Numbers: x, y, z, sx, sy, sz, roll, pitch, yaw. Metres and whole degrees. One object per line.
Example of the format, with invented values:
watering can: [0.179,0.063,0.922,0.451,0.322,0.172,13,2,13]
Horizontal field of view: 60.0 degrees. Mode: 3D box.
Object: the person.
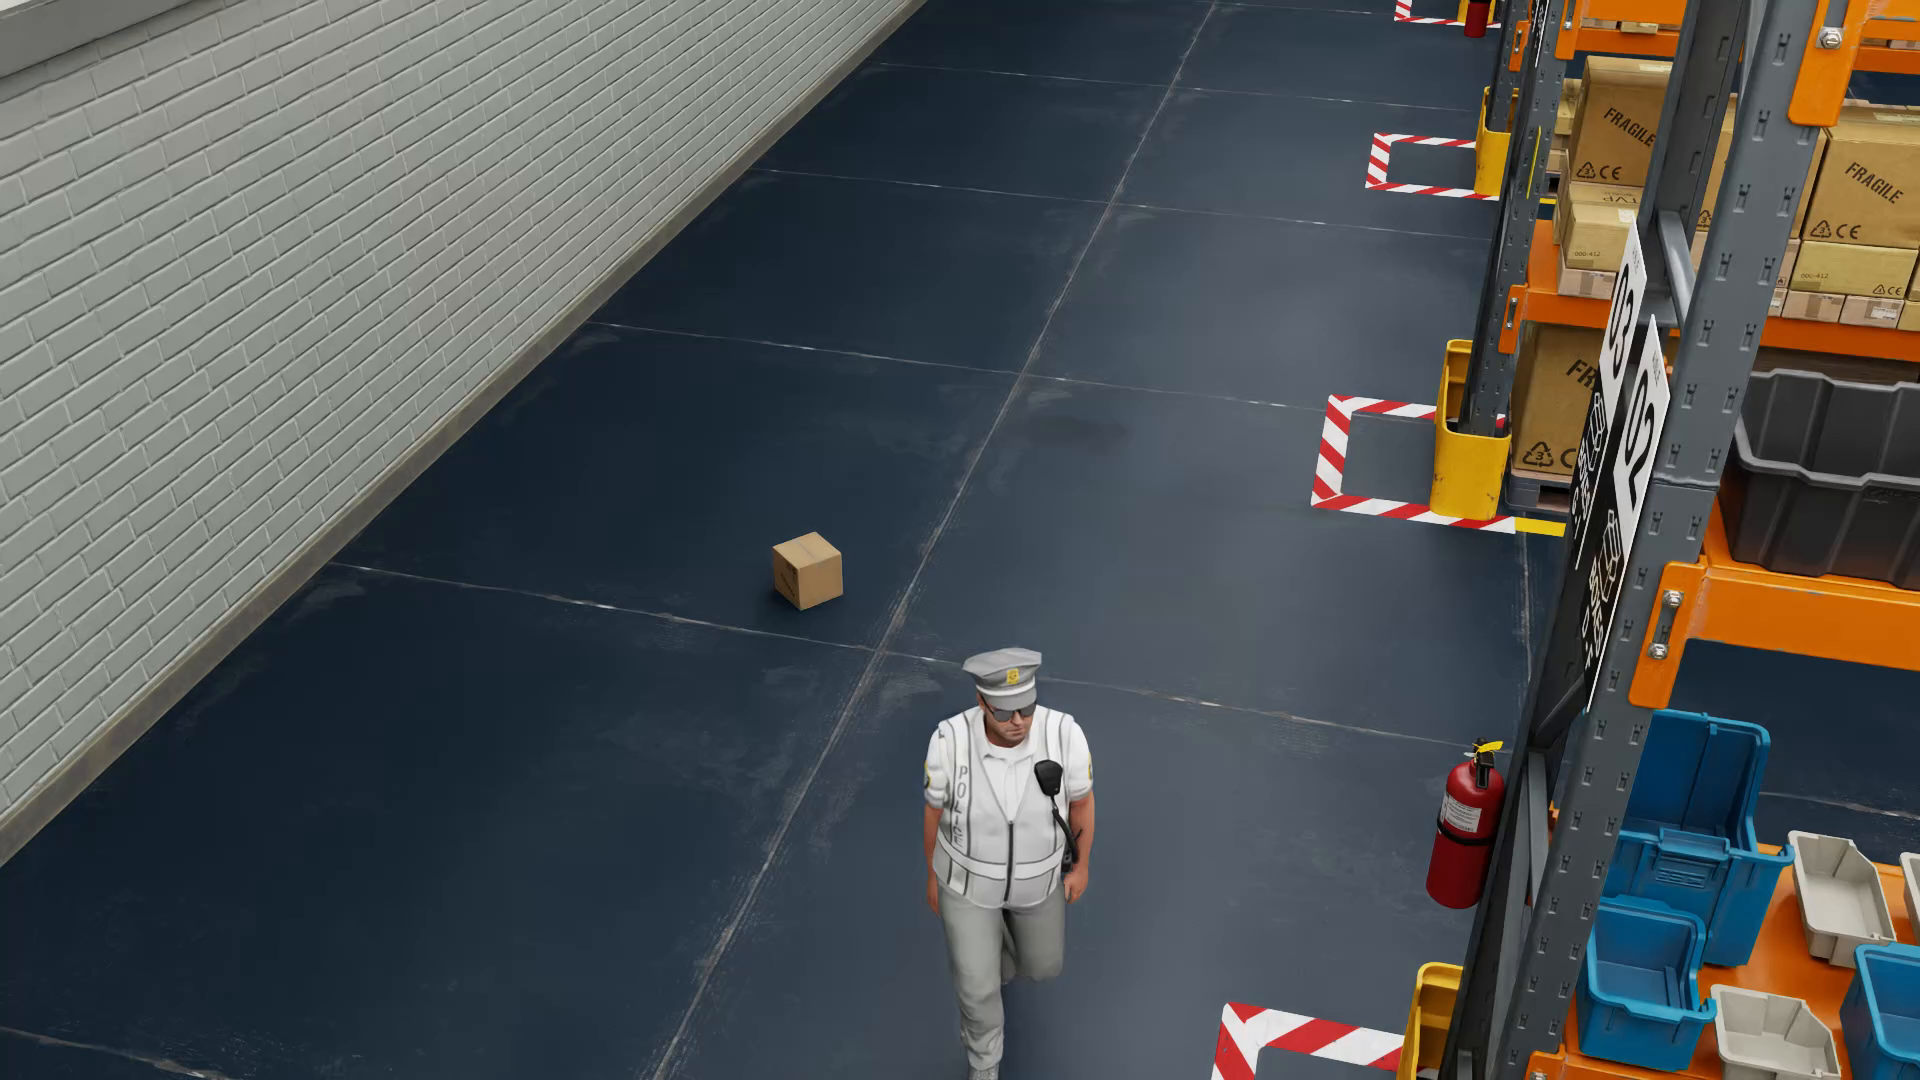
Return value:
person: [0.158,1.040,5.456,0.555,1.744,0.766,-3,33,-5]
